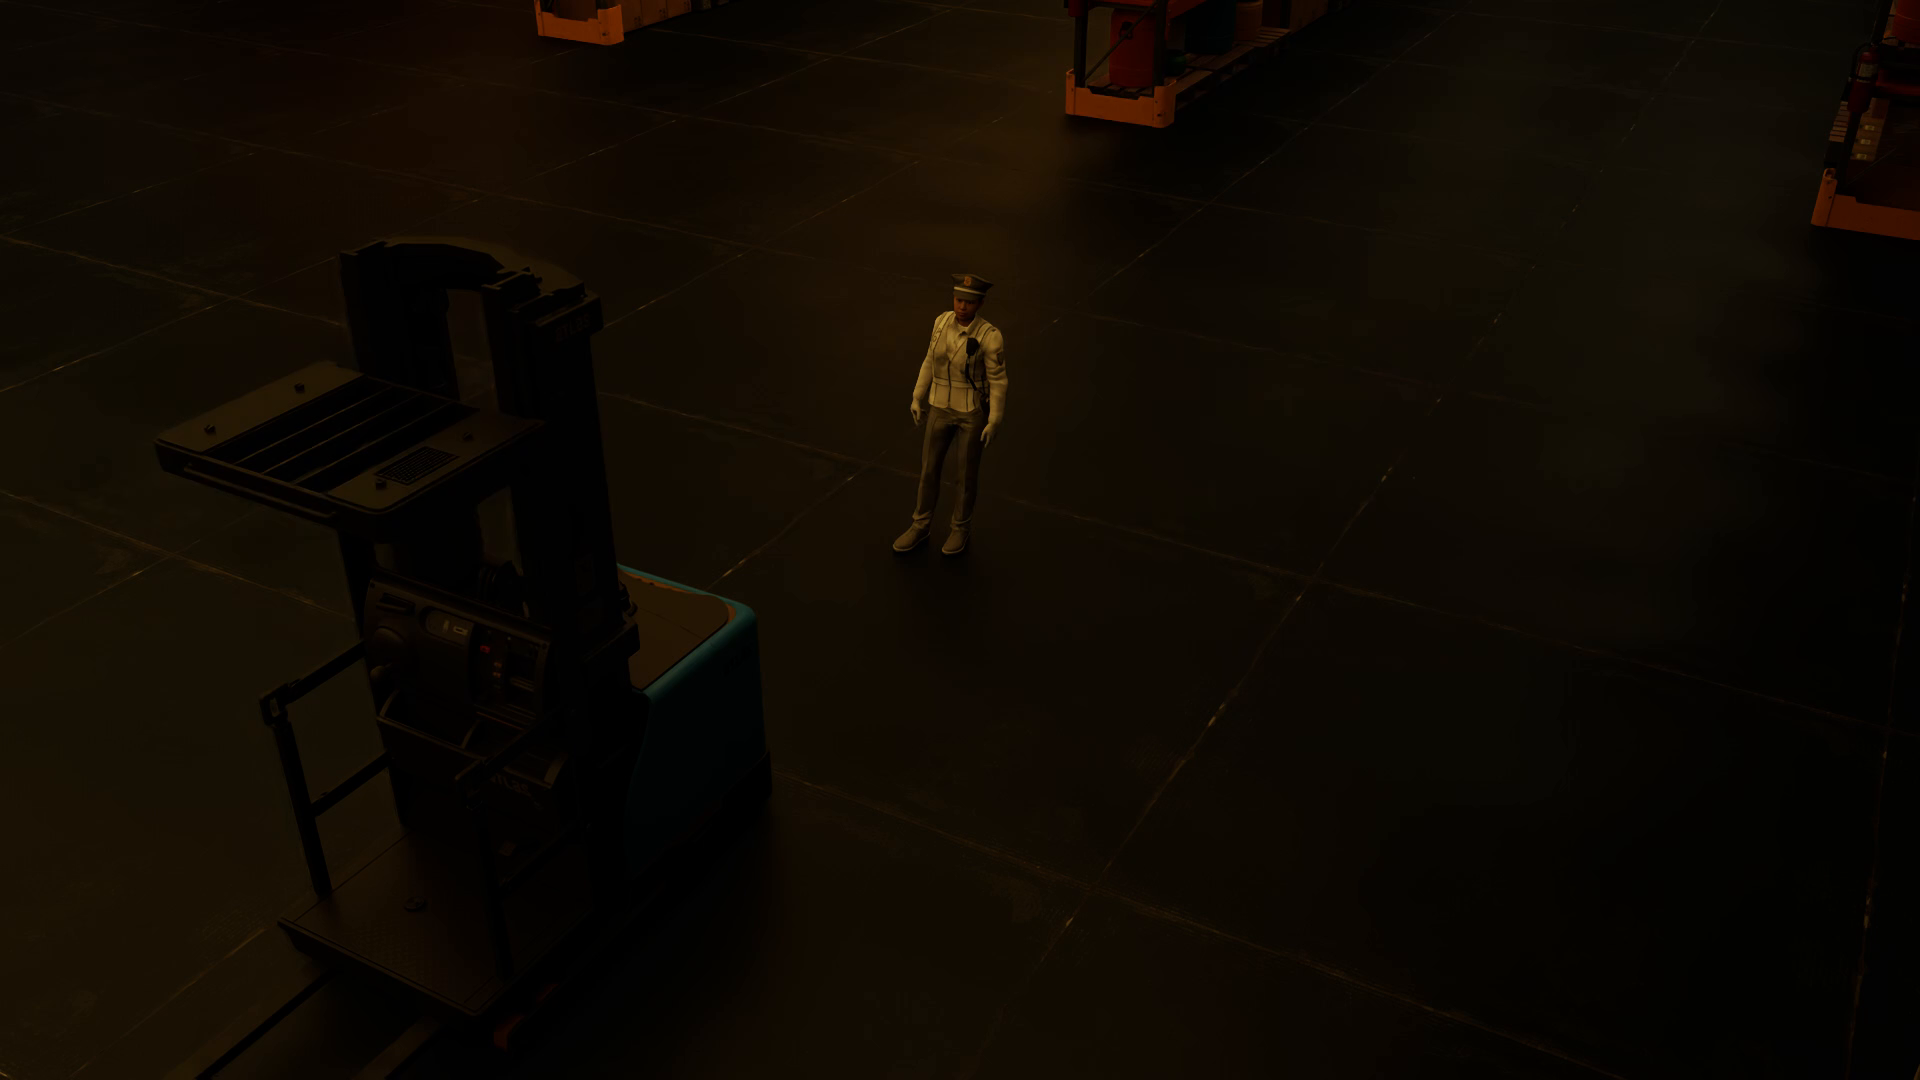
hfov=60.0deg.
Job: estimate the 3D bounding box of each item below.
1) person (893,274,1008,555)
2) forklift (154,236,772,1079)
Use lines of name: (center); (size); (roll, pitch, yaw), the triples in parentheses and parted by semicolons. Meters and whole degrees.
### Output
person: (-0.039, -0.712, 9.526); (0.587, 1.695, 0.531); (15, 33, 25)
forklift: (-2.042, 0.481, 6.237); (1.130, 2.935, 3.031); (16, 33, 25)
